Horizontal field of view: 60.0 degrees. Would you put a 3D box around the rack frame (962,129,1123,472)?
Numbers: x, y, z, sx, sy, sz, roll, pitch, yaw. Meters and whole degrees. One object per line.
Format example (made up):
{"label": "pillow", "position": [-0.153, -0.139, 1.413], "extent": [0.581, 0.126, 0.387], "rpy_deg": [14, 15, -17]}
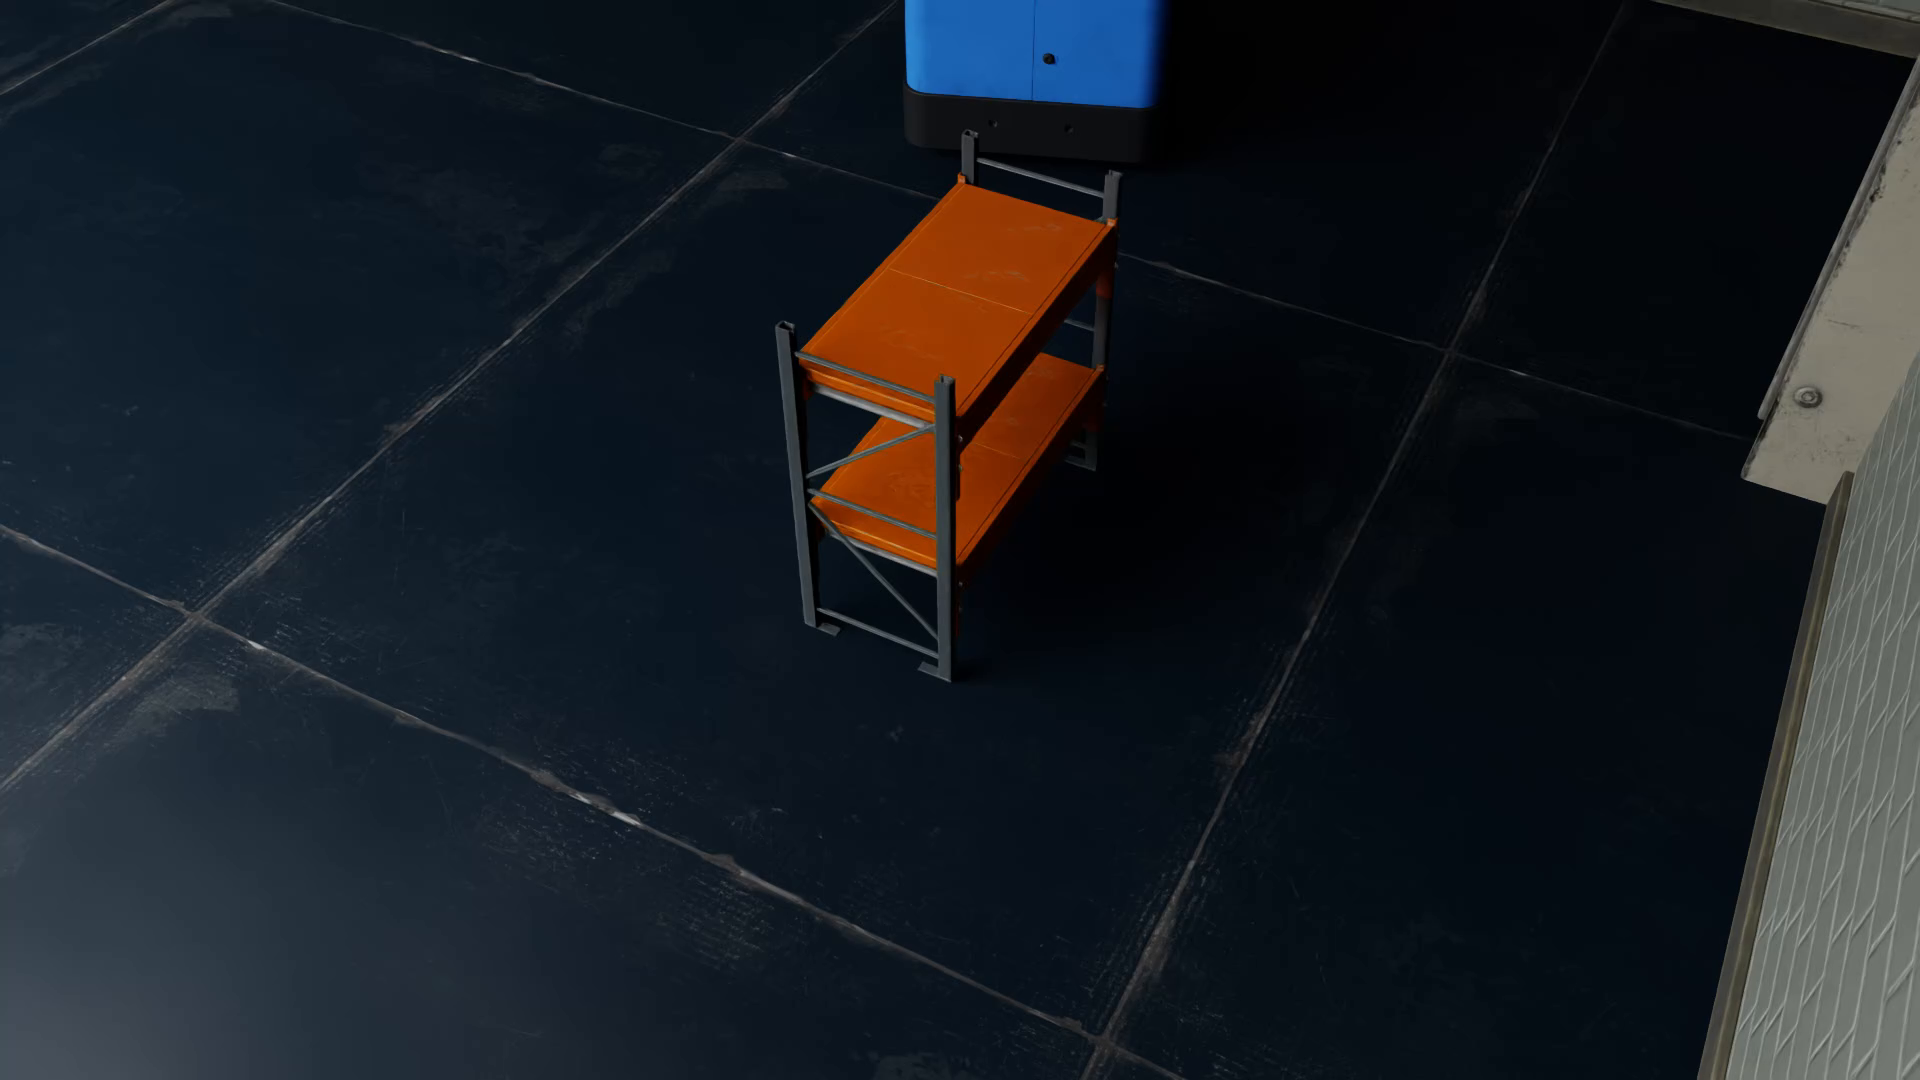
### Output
{"label": "rack frame", "position": [0.233, -0.711, 5.162], "extent": [0.500, 1.125, 0.032], "rpy_deg": [20, 49, 19]}

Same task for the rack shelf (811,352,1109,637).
{"label": "rack shelf", "position": [-0.003, -0.219, 5.020], "extent": [0.538, 0.278, 1.000], "rpy_deg": [20, 49, 19]}

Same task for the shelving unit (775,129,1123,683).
{"label": "shelving unit", "position": [-0.003, -0.391, 4.846], "extent": [0.538, 1.125, 1.048], "rpy_deg": [20, 49, 19]}

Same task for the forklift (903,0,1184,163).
{"label": "forklift", "position": [0.482, -3.590, 6.737], "extent": [1.130, 2.935, 3.031], "rpy_deg": [5, 46, 5]}

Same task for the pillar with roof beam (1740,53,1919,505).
{"label": "pillar with roof beam", "position": [-1.028, -4.862, 3.728], "extent": [9.100, 9.000, 0.400], "rpy_deg": [20, 49, 19]}

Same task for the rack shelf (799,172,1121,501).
{"label": "rack shelf", "position": [-0.003, -0.597, 4.638], "extent": [0.538, 0.278, 1.000], "rpy_deg": [20, 49, 19]}

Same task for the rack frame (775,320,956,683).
{"label": "rack frame", "position": [-0.239, -0.071, 4.529], "extent": [0.500, 1.125, 0.032], "rpy_deg": [20, 49, 19]}
